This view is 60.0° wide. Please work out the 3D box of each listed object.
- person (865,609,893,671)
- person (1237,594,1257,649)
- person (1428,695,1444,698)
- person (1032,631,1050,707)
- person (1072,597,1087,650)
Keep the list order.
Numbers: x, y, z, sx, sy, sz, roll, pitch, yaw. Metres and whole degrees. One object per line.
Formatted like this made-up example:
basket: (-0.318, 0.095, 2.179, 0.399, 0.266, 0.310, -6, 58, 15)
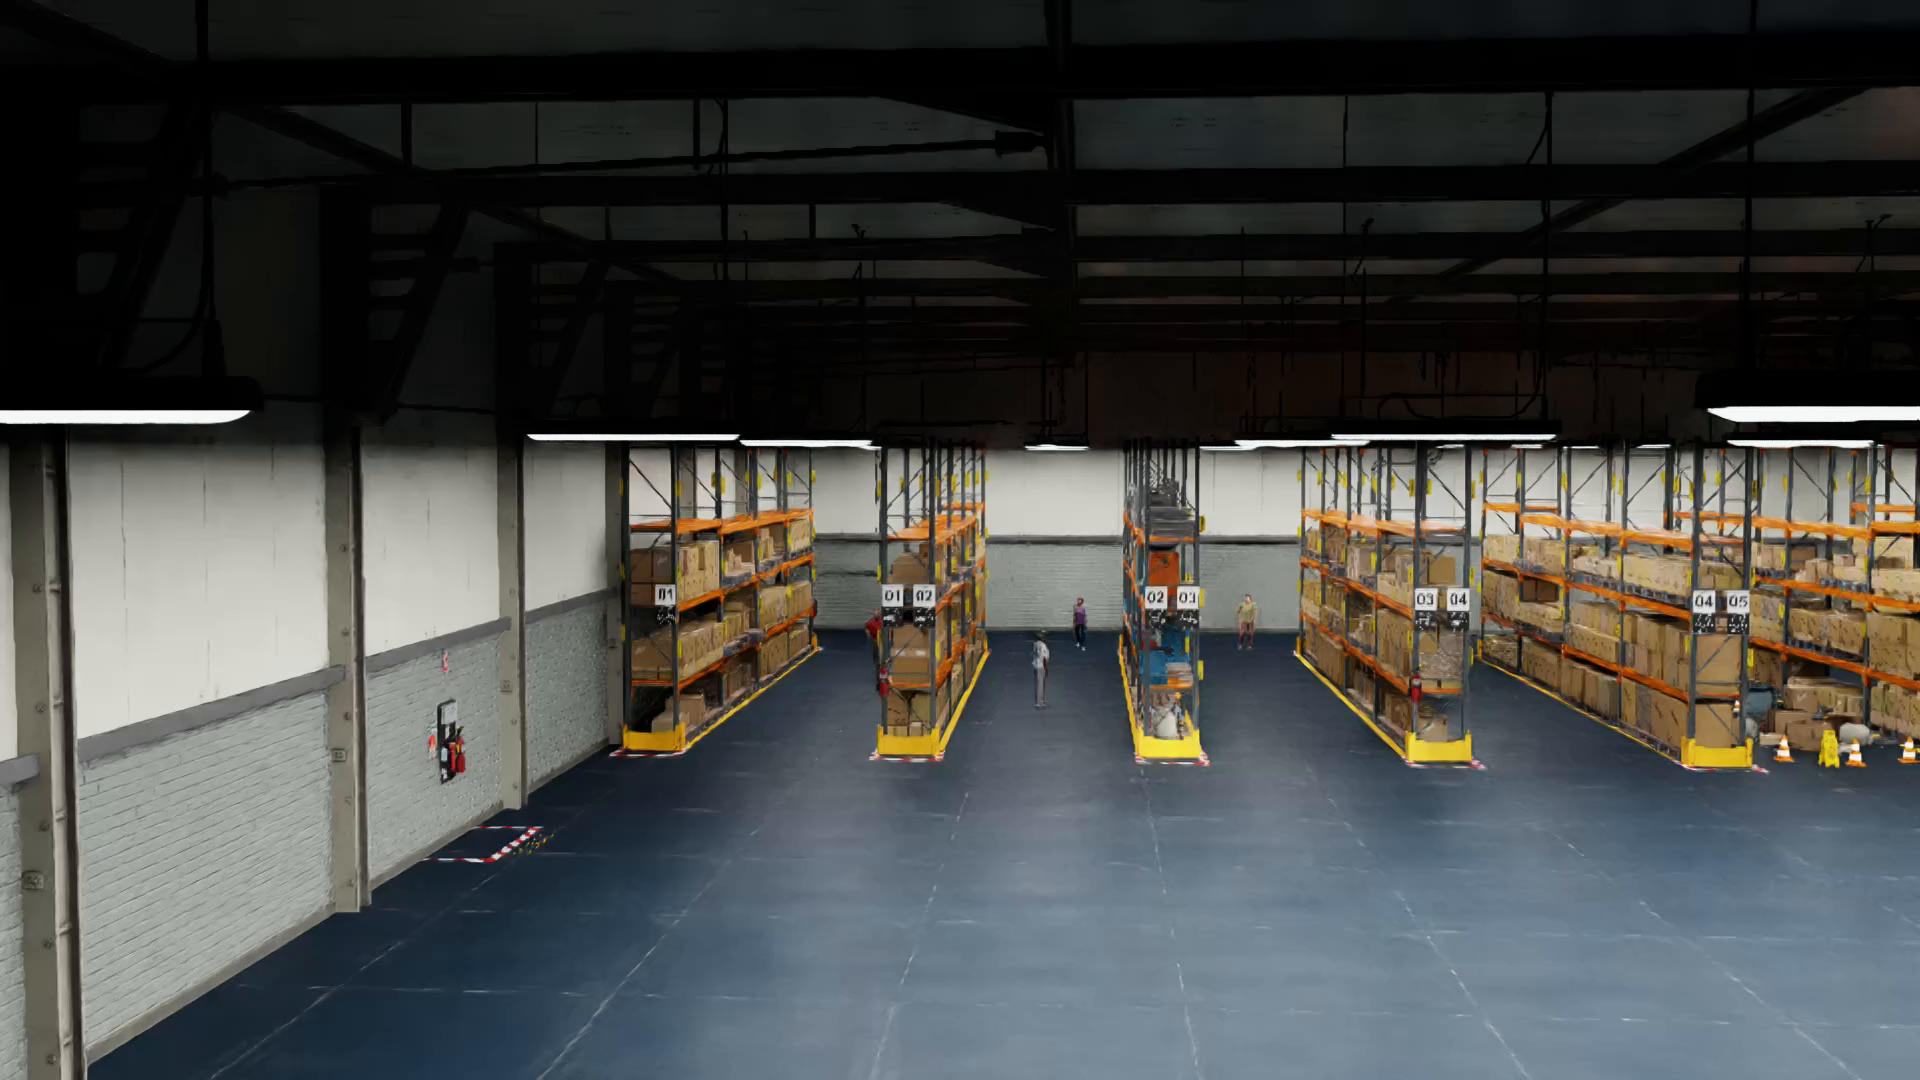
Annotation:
person: (-2.120, 2.598, 42.954, 0.686, 1.664, 0.867, 1, 3, 10)
person: (8.308, 2.347, 48.154, 0.598, 1.619, 0.507, 0, 3, 2)
person: (11.037, 2.748, 38.576, 0.442, 1.781, 0.686, 0, 3, -8)
person: (1.857, 2.876, 37.301, 0.440, 1.683, 0.529, -1, 3, -23)
person: (3.452, 2.383, 48.019, 0.417, 1.517, 1.037, 0, 3, 7)
